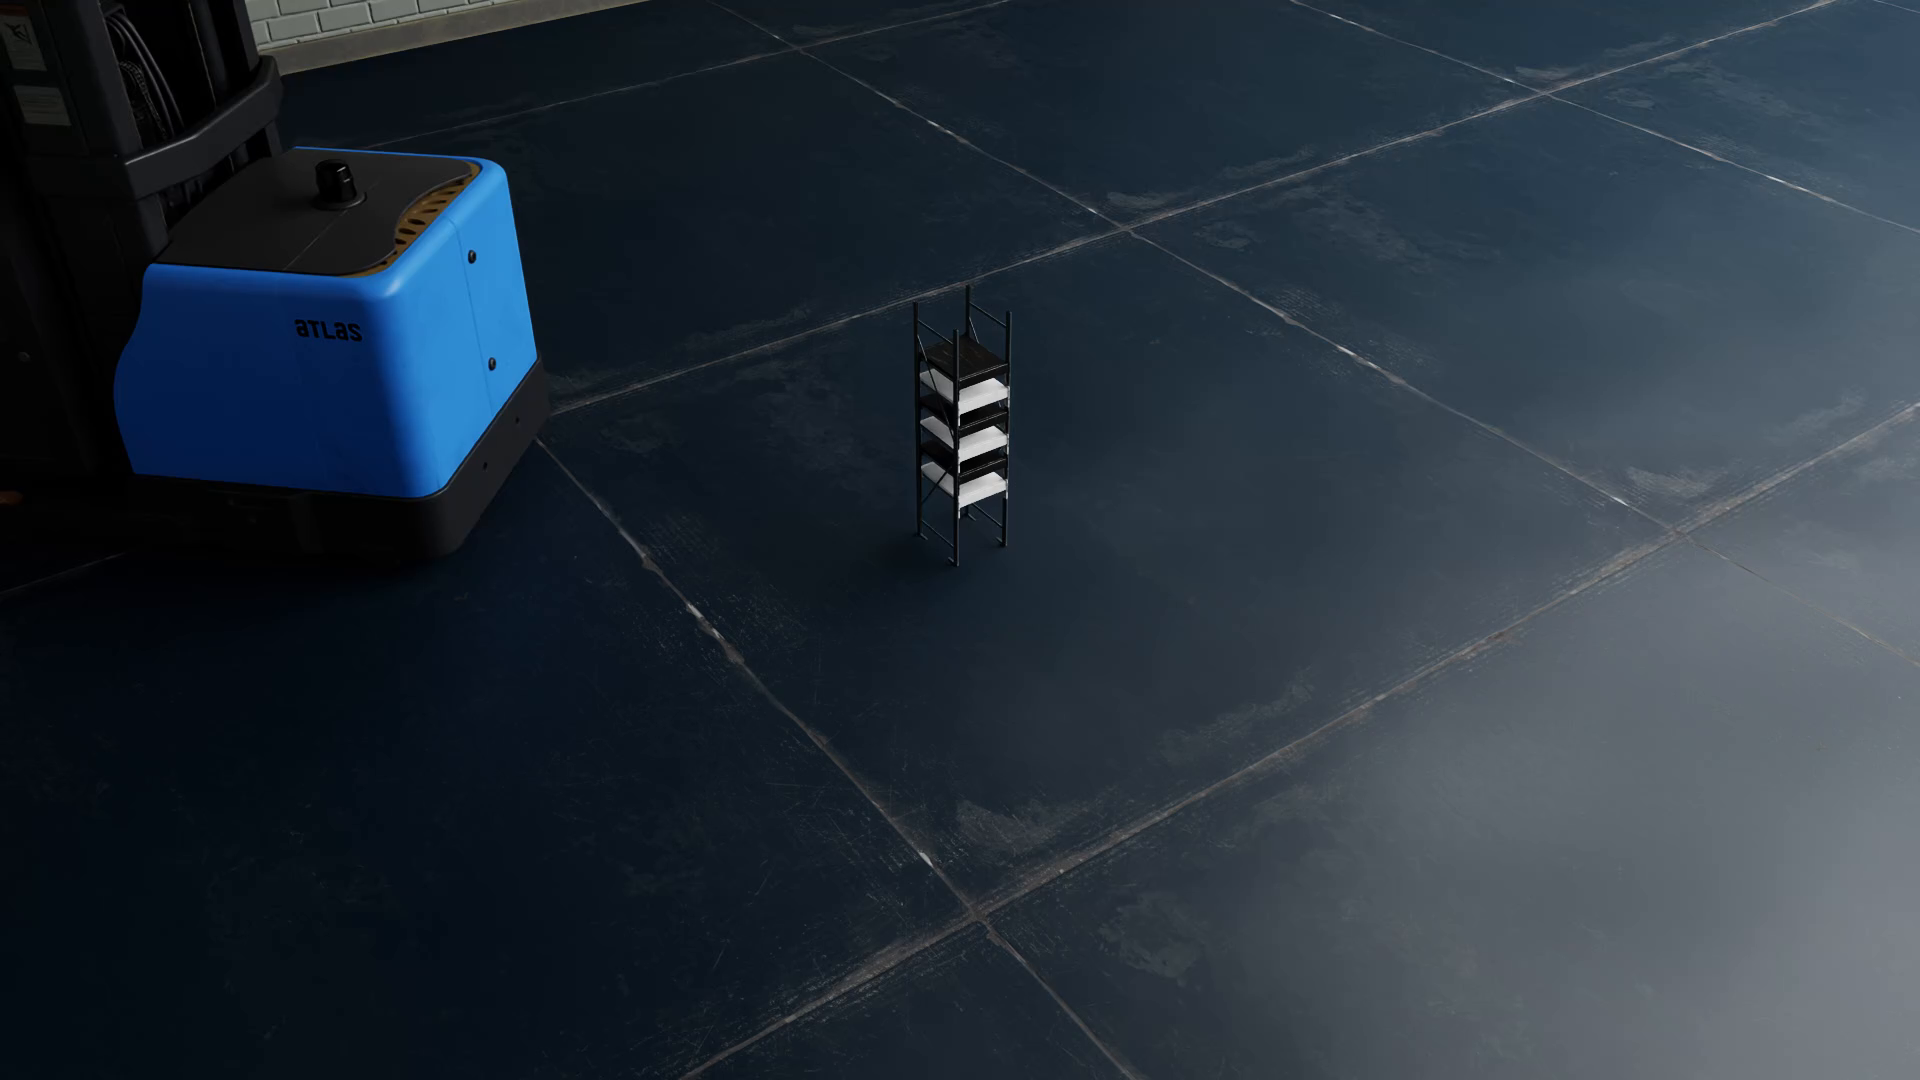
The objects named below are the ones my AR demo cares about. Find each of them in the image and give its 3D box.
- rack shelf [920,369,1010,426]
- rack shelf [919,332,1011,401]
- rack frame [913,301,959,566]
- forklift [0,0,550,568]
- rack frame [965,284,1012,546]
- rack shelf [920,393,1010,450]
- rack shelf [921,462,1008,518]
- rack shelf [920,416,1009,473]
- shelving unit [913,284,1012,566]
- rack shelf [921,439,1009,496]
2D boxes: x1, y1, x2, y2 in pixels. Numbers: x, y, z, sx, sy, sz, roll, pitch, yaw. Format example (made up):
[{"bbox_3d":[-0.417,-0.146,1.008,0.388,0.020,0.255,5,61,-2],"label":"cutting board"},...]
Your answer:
[{"bbox_3d":[0.007,-0.487,5.405,0.200,0.077,0.258,-22,41,-28],"label":"rack shelf"},{"bbox_3d":[0.007,-0.560,5.353,0.200,0.077,0.258,-22,41,-28],"label":"rack shelf"},{"bbox_3d":[-0.076,-0.334,5.444,0.006,0.900,0.240,-22,41,-28],"label":"rack frame"},{"bbox_3d":[-3.113,-1.492,5.315,3.031,2.935,1.130,5,36,7],"label":"forklift"},{"bbox_3d":[0.090,-0.402,5.539,0.006,0.900,0.240,-22,41,-28],"label":"rack frame"},{"bbox_3d":[0.007,-0.414,5.458,0.200,0.077,0.258,-22,41,-28],"label":"rack shelf"},{"bbox_3d":[0.007,-0.195,5.616,0.200,0.077,0.258,-22,41,-28],"label":"rack shelf"},{"bbox_3d":[0.007,-0.341,5.511,0.200,0.077,0.258,-22,41,-28],"label":"rack shelf"},{"bbox_3d":[0.007,-0.368,5.491,0.210,0.900,0.258,-22,41,-28],"label":"shelving unit"},{"bbox_3d":[0.007,-0.268,5.563,0.200,0.077,0.258,-22,41,-28],"label":"rack shelf"}]
